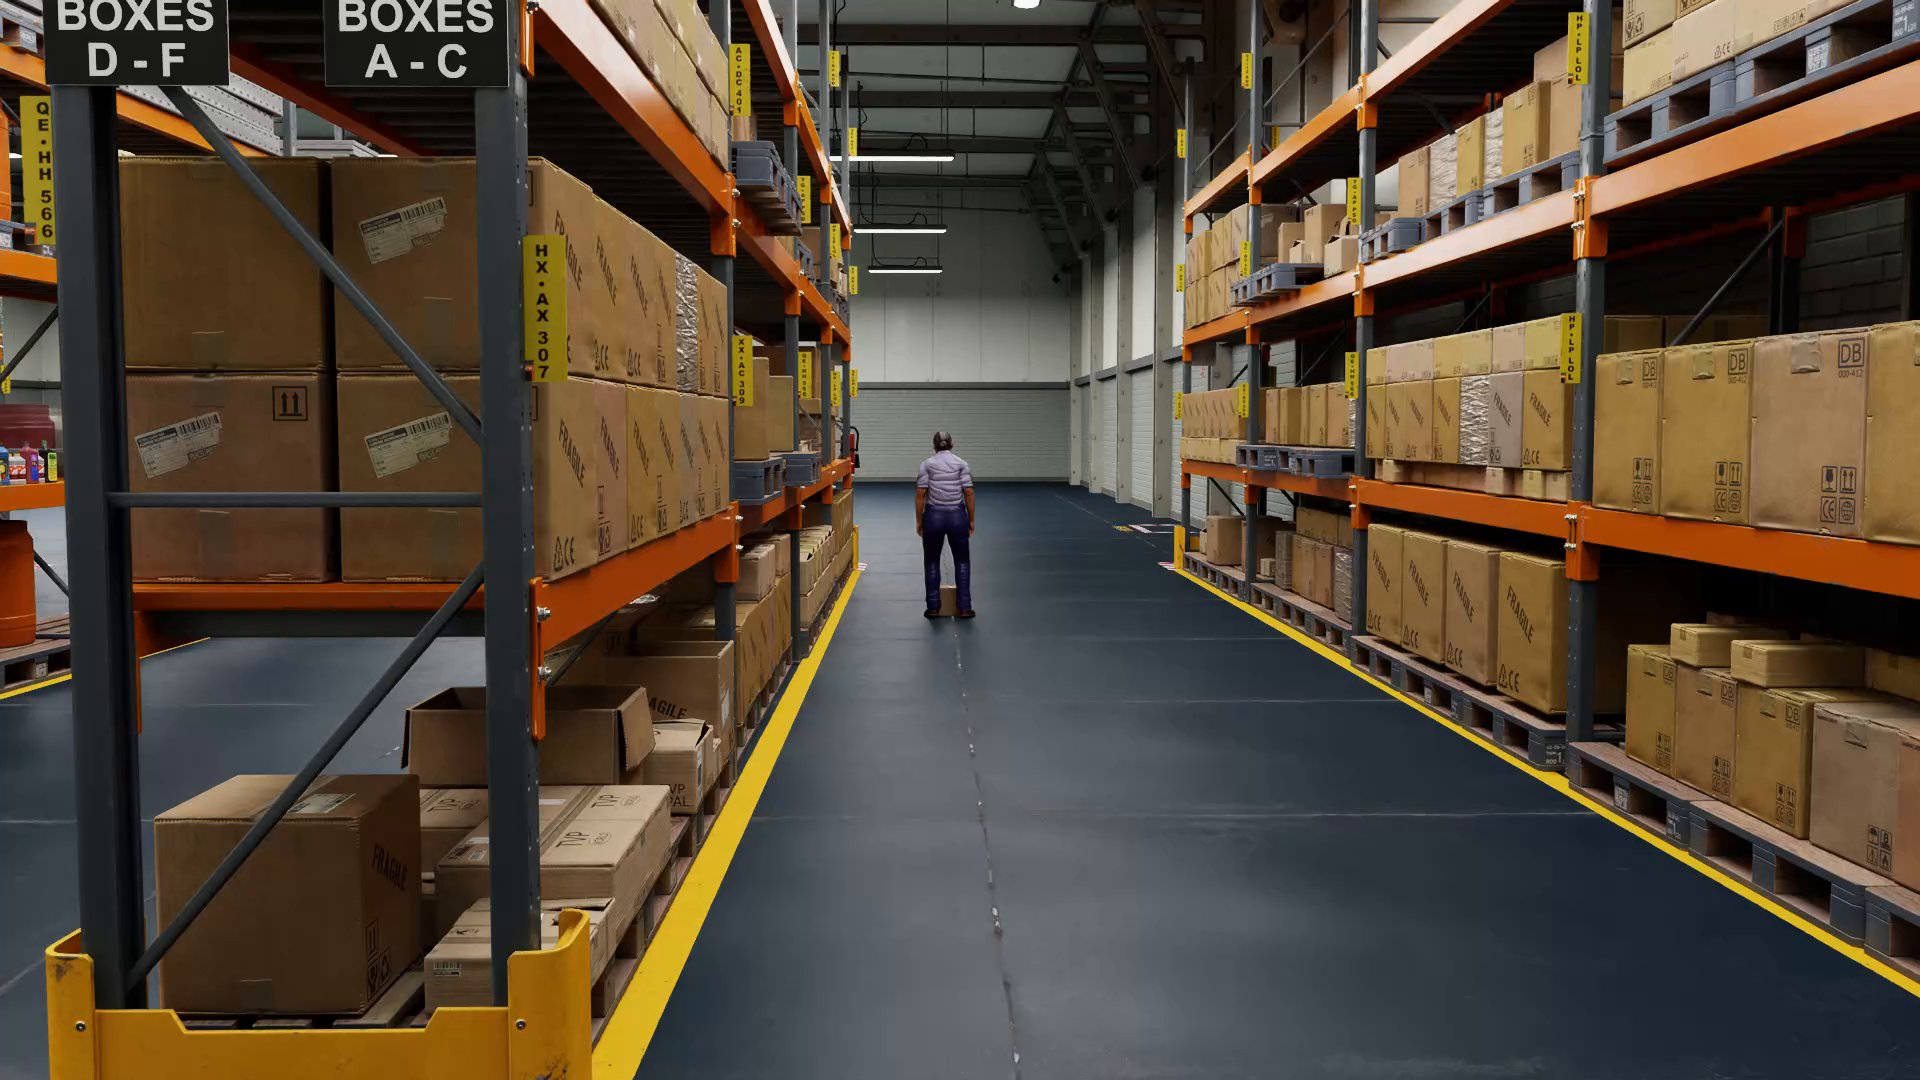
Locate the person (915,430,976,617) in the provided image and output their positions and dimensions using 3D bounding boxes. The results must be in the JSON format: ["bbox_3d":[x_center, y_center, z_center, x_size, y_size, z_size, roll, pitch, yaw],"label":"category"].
[{"bbox_3d":[-0.125,-0.133,14.647,0.538,1.637,0.421,0,4,-3],"label":"person"}]
